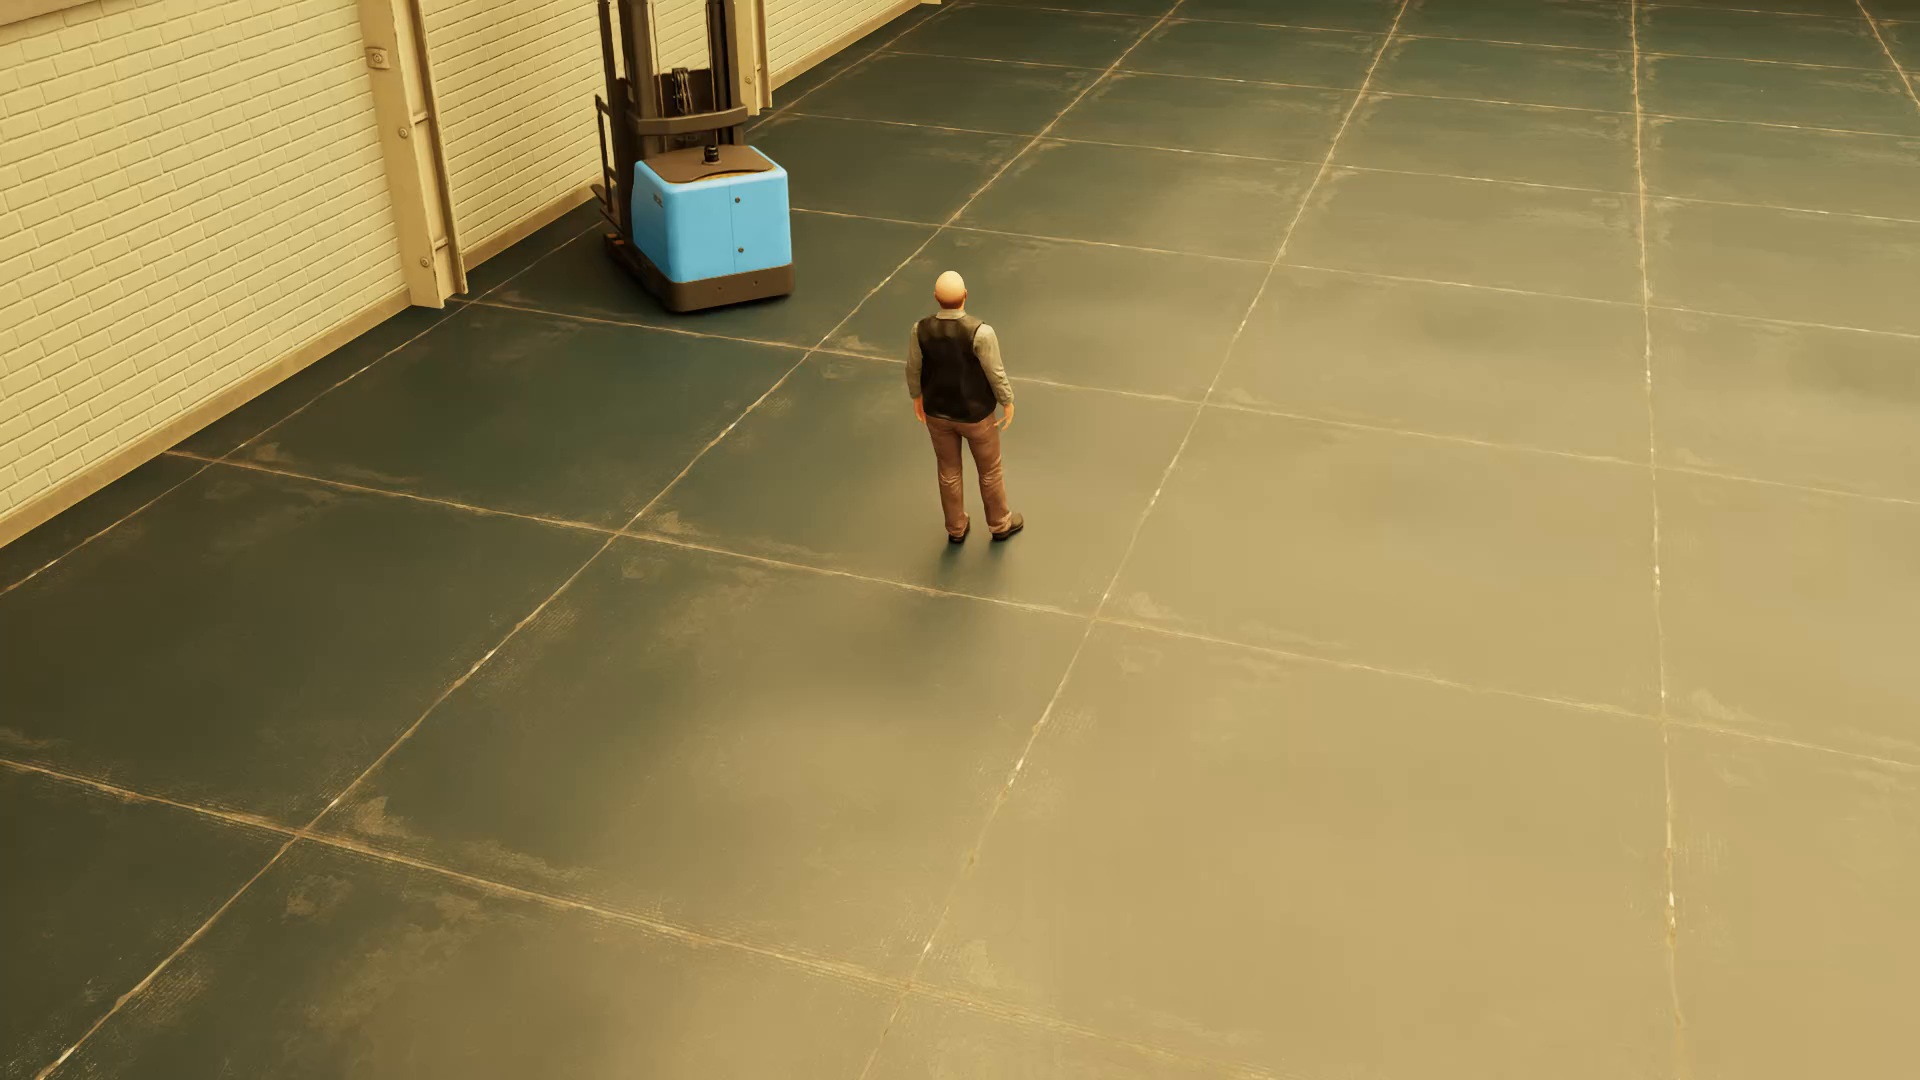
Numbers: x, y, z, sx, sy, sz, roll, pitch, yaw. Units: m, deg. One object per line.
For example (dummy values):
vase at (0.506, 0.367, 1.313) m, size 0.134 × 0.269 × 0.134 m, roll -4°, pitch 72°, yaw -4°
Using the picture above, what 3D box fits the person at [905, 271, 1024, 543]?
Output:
person at (0.027, -0.782, 9.716) m, size 0.633 × 1.722 × 0.566 m, roll 10°, pitch 31°, yaw 16°

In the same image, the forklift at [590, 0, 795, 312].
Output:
forklift at (-2.451, -3.779, 13.766) m, size 1.130 × 2.935 × 3.031 m, roll -14°, pitch 33°, yaw -23°
